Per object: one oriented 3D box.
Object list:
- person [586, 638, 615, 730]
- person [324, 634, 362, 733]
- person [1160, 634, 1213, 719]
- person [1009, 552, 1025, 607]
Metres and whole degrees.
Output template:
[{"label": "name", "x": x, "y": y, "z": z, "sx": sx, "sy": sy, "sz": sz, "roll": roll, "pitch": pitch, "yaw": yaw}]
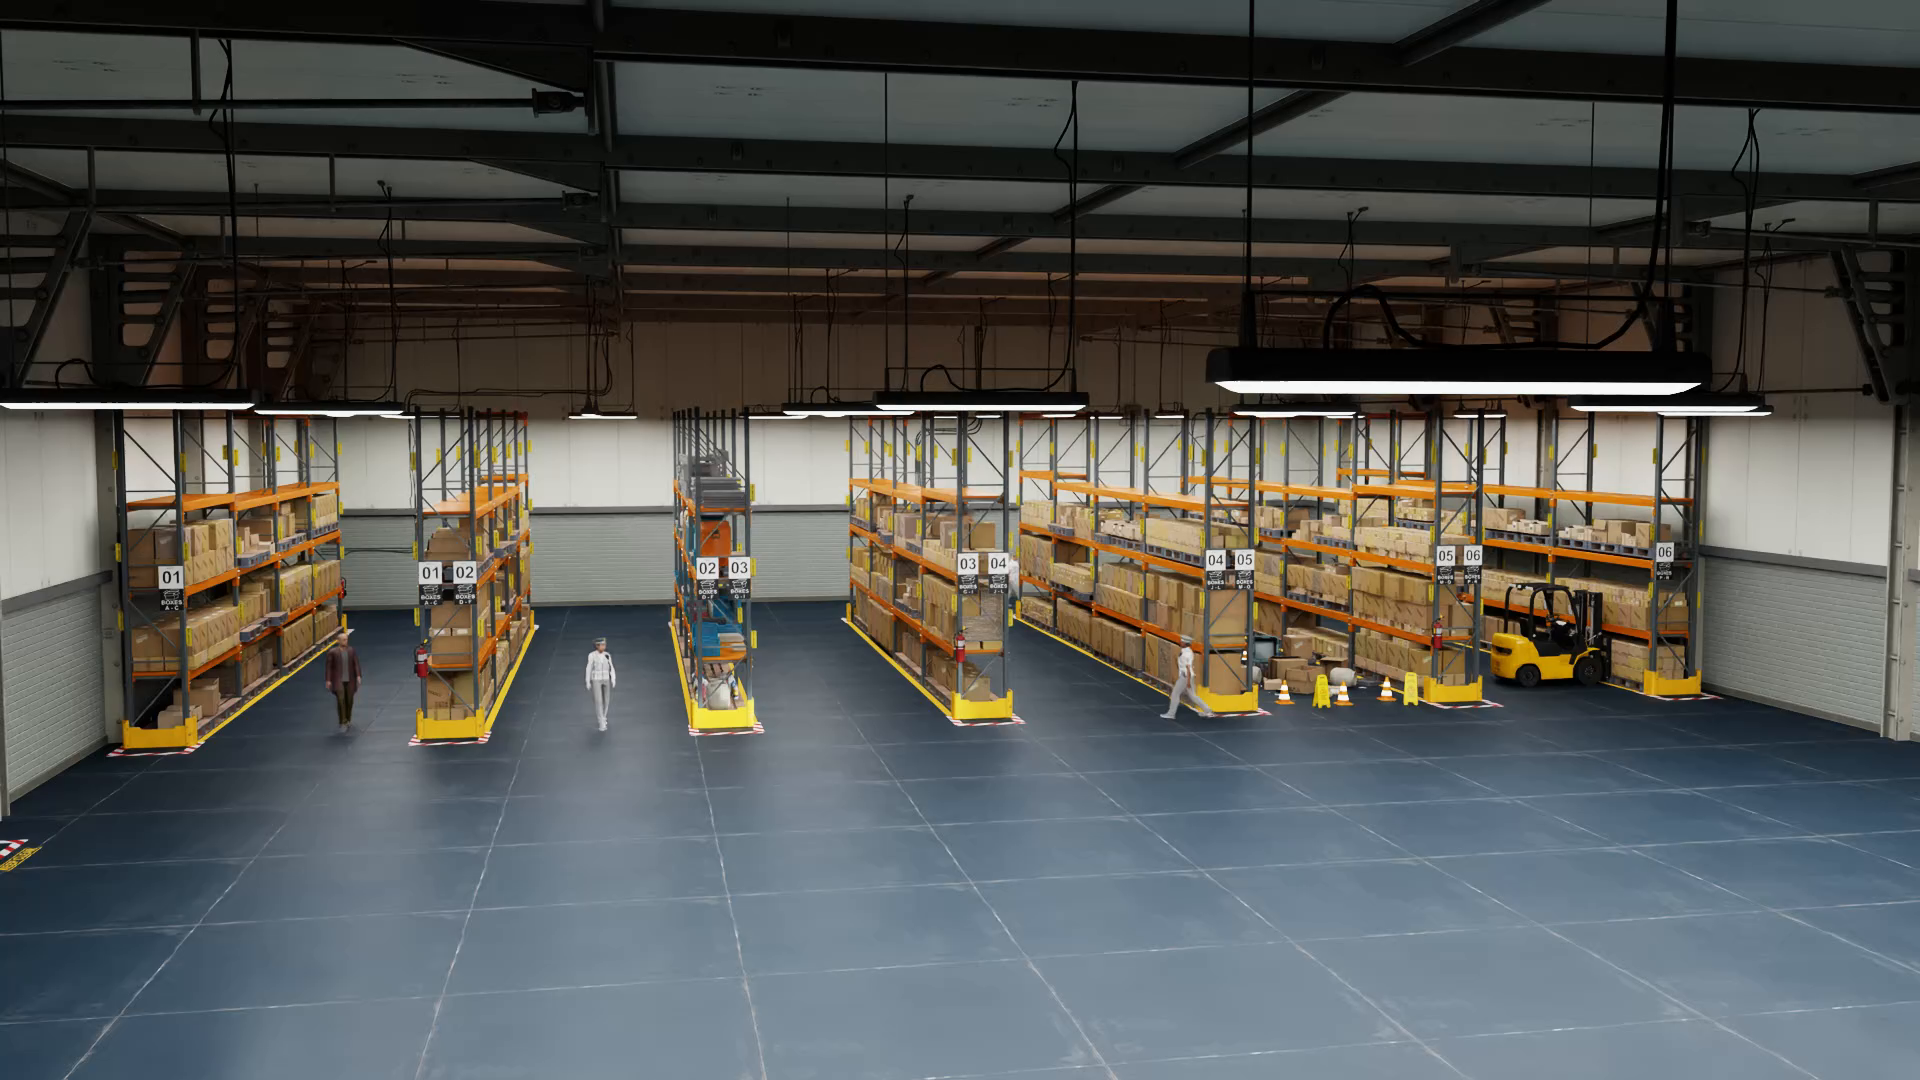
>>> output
[{"label": "person", "x": -6.692, "y": 2.684, "z": 31.221, "sx": 0.516, "sy": 1.671, "sz": 0.735, "roll": -3, "pitch": 5, "yaw": -35}, {"label": "person", "x": -11.433, "y": 2.648, "z": 30.942, "sx": 0.627, "sy": 1.783, "sz": 0.828, "roll": -3, "pitch": 5, "yaw": -40}, {"label": "person", "x": 4.358, "y": 2.629, "z": 31.977, "sx": 0.998, "sy": 1.629, "sz": 0.549, "roll": 1, "pitch": 4, "yaw": 12}, {"label": "person", "x": 1.744, "y": 1.210, "z": 51.105, "sx": 0.996, "sy": 1.720, "sz": 0.560, "roll": 1, "pitch": 4, "yaw": 17}]
